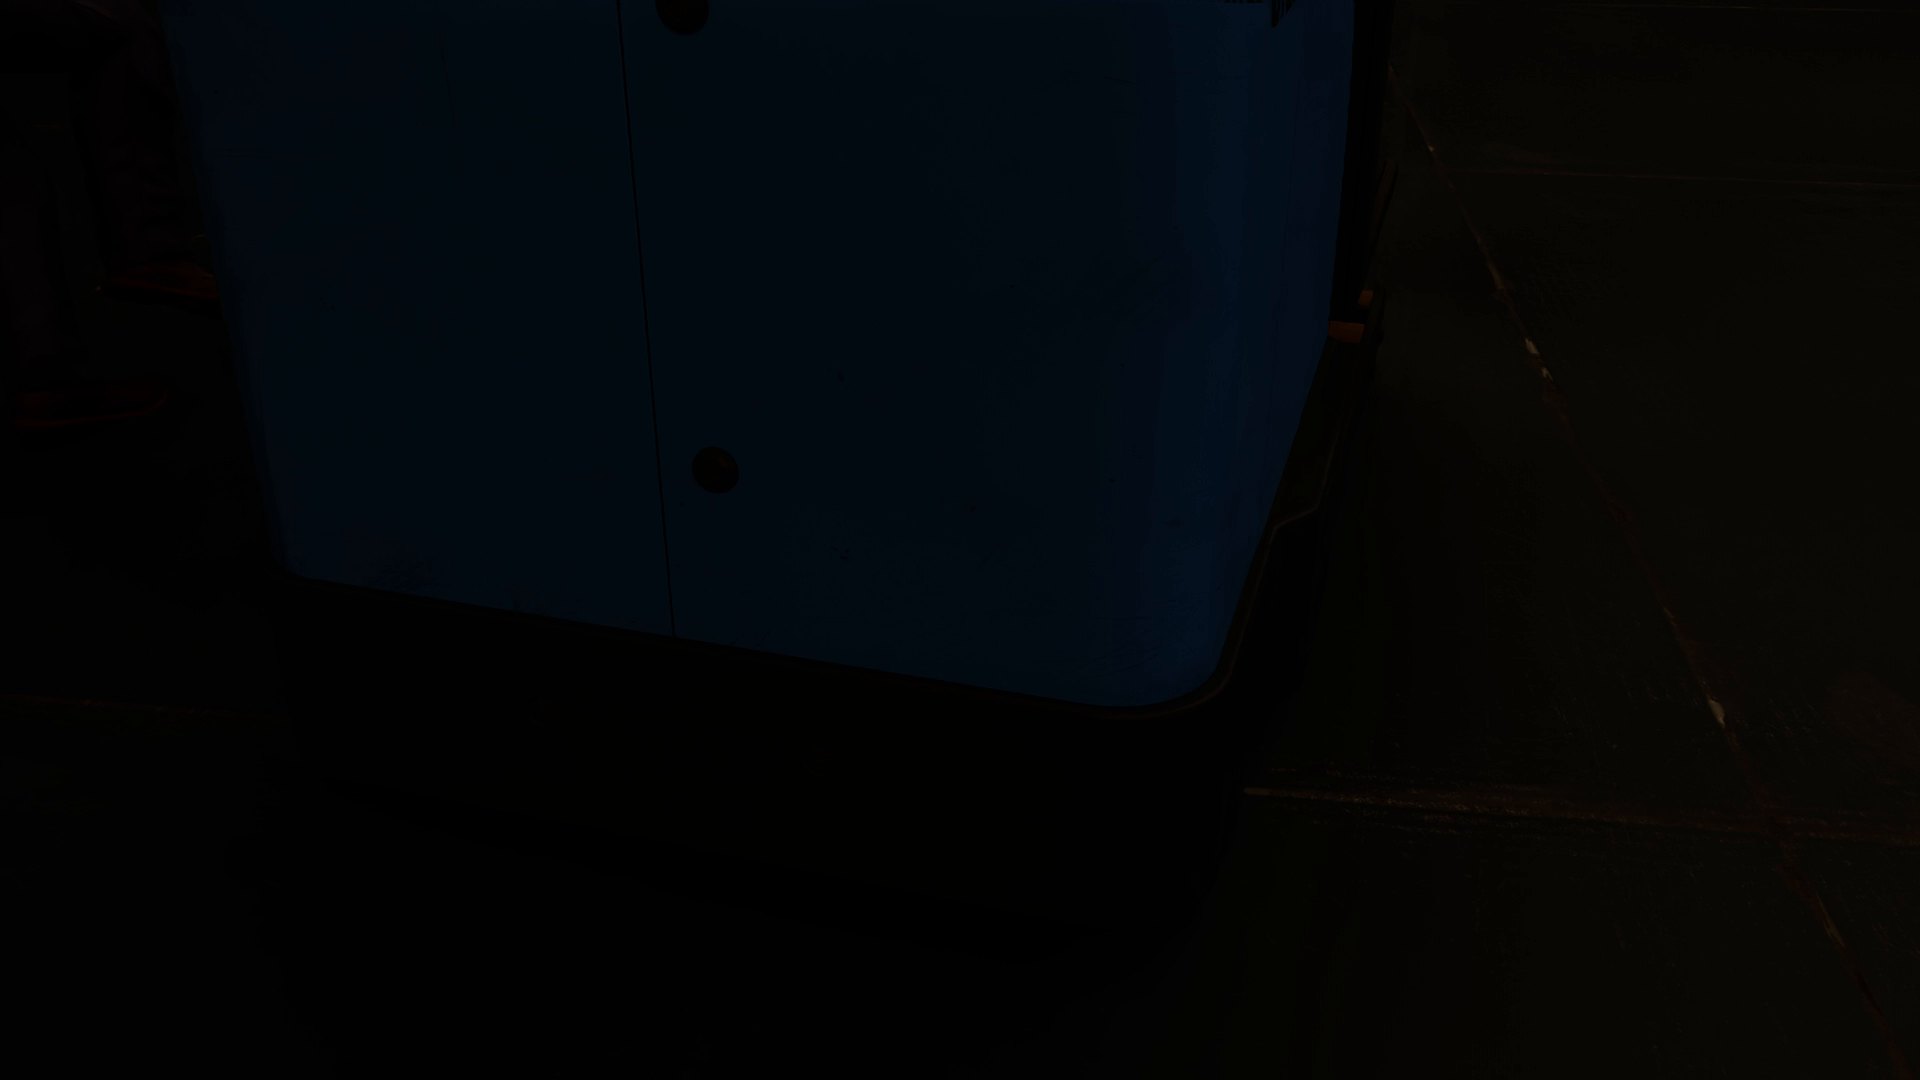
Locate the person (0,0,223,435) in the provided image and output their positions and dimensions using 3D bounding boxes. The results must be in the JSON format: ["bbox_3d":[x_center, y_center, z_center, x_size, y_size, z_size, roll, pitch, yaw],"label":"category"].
[{"bbox_3d":[-1.633,-0.977,2.891,0.916,1.424,0.856,14,30,25],"label":"person"}]

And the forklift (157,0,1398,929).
[{"bbox_3d":[0.168,-1.577,2.379,1.130,2.935,3.031,8,28,15],"label":"forklift"}]
